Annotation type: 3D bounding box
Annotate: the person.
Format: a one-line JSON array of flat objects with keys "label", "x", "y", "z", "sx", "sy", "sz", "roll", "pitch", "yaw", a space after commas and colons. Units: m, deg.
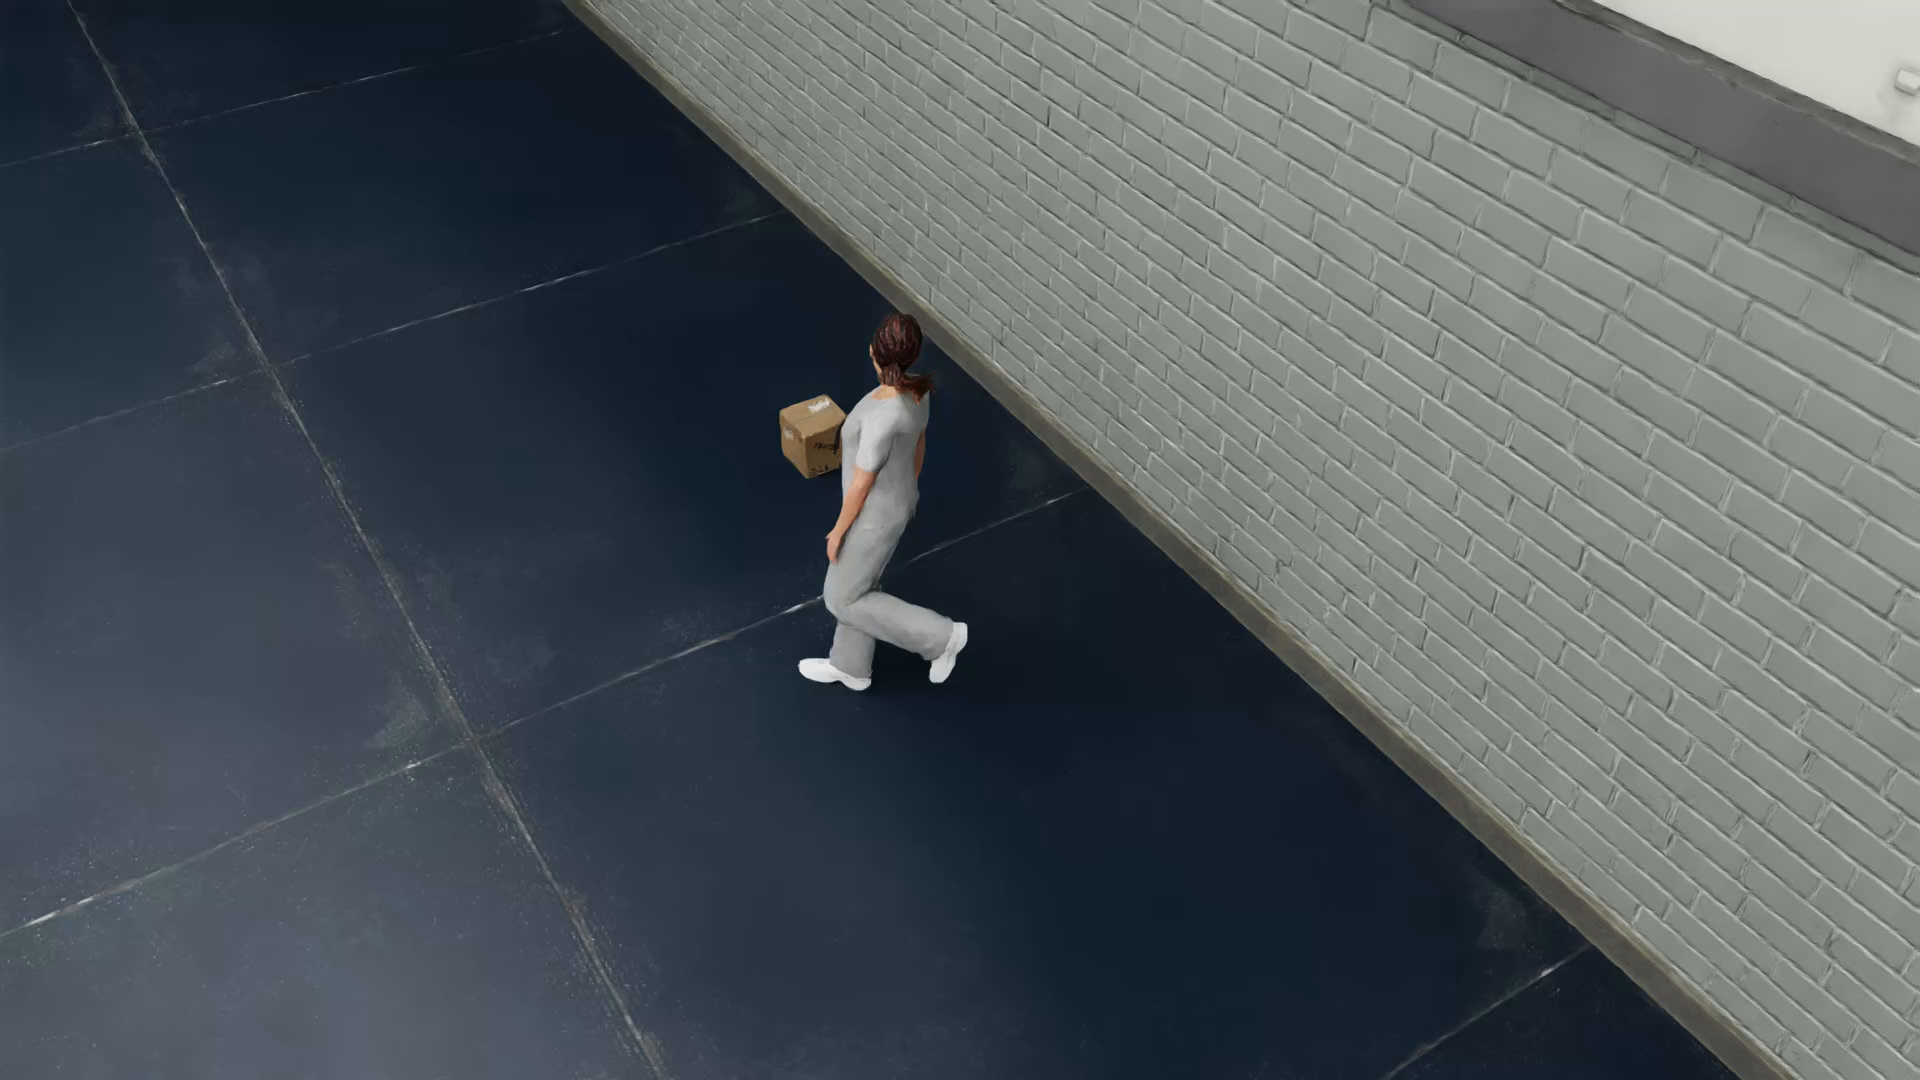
[{"label": "person", "x": -0.279, "y": -0.108, "z": 6.301, "sx": 0.705, "sy": 1.639, "sz": 0.518, "roll": 11, "pitch": 42, "yaw": 12}]
